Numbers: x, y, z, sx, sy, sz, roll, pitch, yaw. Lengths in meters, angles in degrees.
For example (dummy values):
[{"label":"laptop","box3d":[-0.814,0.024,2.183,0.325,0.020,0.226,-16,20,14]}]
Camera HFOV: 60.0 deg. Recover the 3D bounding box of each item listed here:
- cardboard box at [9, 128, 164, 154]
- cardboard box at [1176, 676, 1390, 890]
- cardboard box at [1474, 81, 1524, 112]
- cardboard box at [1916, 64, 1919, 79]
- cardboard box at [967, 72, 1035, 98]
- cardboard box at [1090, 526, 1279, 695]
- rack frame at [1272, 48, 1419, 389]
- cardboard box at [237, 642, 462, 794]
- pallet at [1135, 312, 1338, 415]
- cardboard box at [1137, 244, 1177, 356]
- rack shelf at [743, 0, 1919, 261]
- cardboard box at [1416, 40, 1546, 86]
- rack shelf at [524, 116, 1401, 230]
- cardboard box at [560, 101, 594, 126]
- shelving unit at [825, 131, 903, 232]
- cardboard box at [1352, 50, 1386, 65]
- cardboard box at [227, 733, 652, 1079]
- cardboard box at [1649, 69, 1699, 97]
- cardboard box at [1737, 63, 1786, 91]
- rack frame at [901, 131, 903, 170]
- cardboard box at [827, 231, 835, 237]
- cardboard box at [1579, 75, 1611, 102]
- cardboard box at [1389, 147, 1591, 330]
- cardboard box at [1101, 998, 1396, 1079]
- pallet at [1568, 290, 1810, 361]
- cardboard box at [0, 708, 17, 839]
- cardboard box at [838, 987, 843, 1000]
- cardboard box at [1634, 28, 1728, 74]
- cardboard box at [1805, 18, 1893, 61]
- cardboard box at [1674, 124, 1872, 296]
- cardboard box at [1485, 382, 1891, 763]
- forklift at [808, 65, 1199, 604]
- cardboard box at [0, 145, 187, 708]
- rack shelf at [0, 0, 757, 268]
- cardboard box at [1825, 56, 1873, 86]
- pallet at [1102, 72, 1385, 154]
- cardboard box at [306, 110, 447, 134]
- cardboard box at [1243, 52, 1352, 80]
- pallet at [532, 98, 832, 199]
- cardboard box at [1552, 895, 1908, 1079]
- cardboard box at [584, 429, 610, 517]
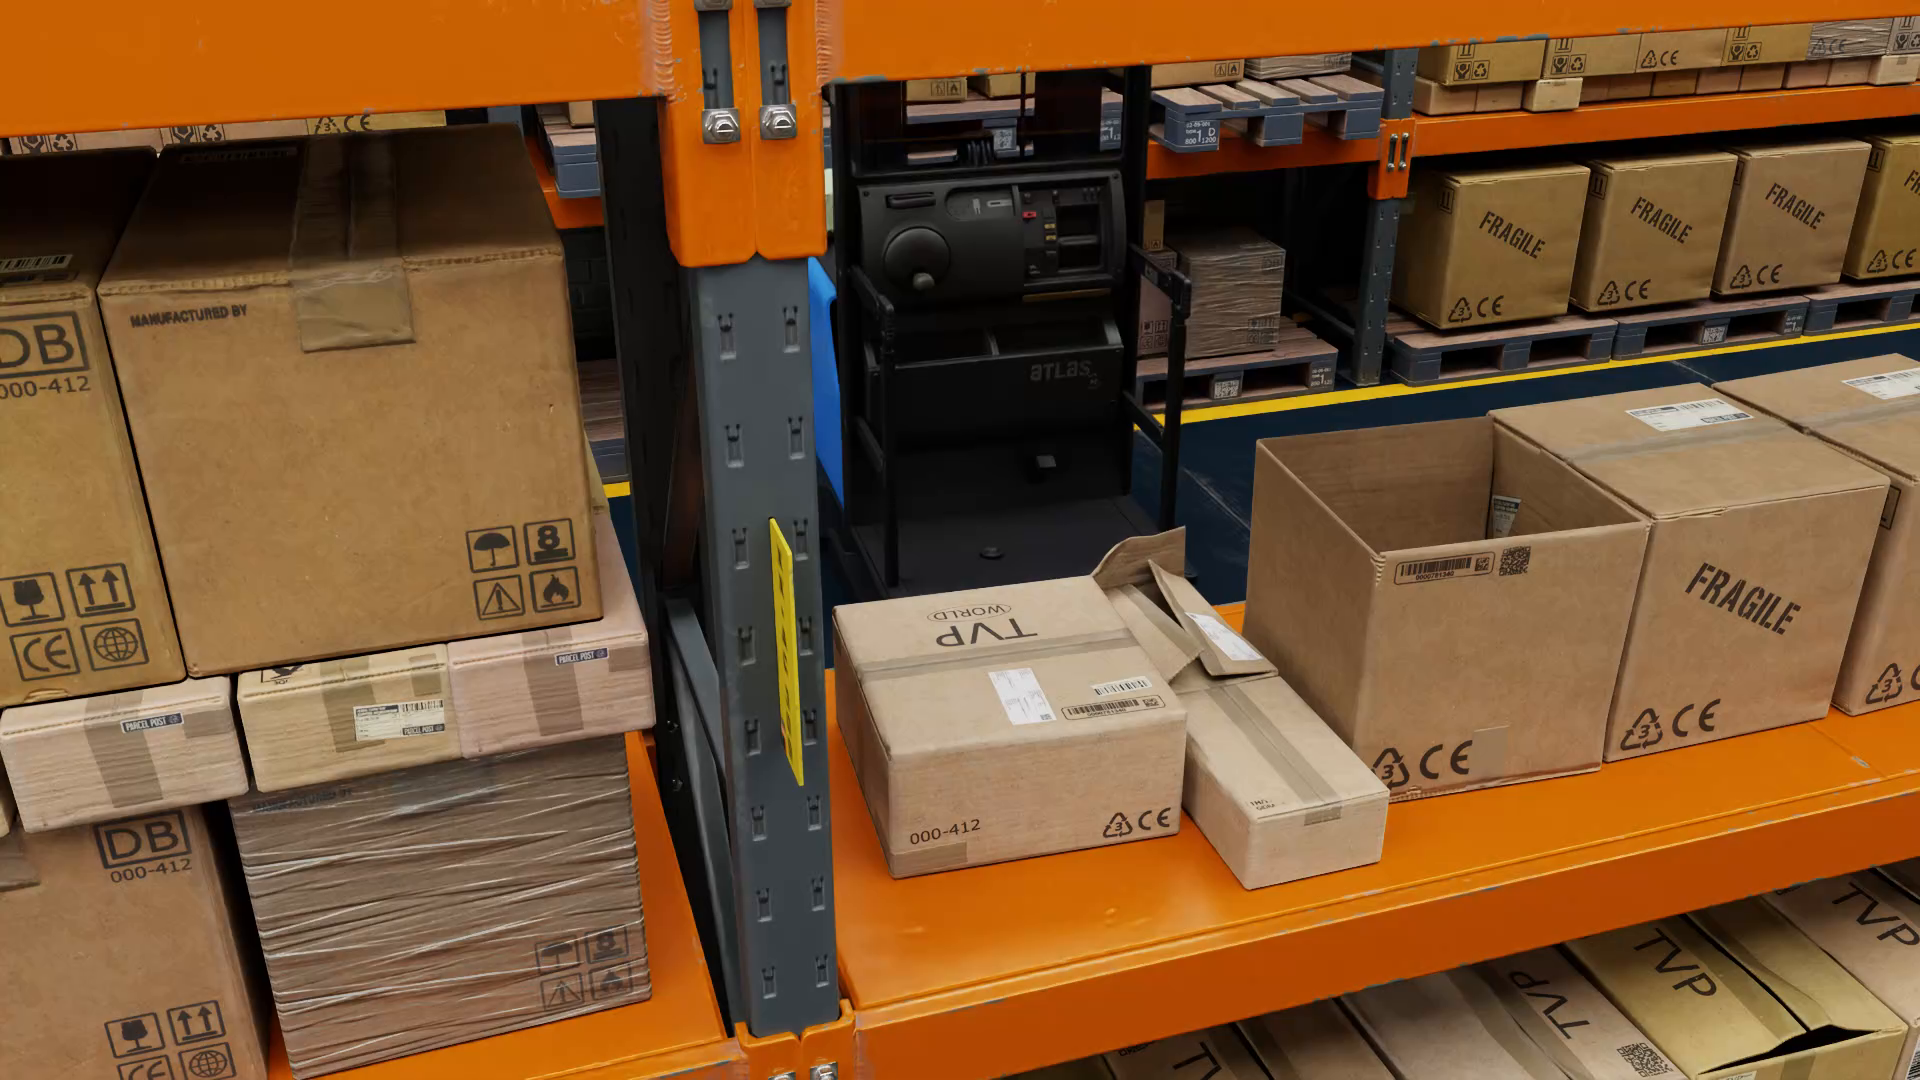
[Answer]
[{"label":"cardboard box","box3d":[-3.231,-1.711,6.126,0.500,0.500,0.500,-9,28,-18]},{"label":"cardboard box","box3d":[0.521,0.406,2.842,0.250,0.149,0.380,-8,28,-16]},{"label":"cardboard box","box3d":[2.508,-2.191,8.050,0.250,0.149,0.380,-8,27,-15]},{"label":"cardboard box","box3d":[4.958,-2.536,8.744,0.250,0.149,0.380,-7,27,-14]},{"label":"cardboard box","box3d":[0.259,-2.308,7.418,0.500,0.500,0.700,-8,28,-16]},{"label":"cardboard box","box3d":[0.394,0.190,3.145,0.258,0.266,0.396,-9,28,-17]},{"label":"rack frame","box3d":[1.881,-2.316,8.042,0.127,3.000,1.000,-8,28,-16]},{"label":"cardboard box","box3d":[-0.813,0.155,2.223,0.250,0.149,0.380,-9,28,-17]},{"label":"pallet","box3d":[1.137,-0.960,8.446,1.213,0.211,1.003,-8,28,-16]},{"label":"cardboard box","box3d":[0.687,-1.251,8.212,0.500,0.500,0.700,-8,28,-16]},{"label":"rack shelf","box3d":[1.517,-0.968,2.762,4.000,0.370,1.077,-8,28,-16]},{"label":"cardboard box","box3d":[2.422,-2.462,7.866,0.500,0.500,0.500,-7,27,-15]},{"label":"rack shelf","box3d":[-0.021,-1.718,7.647,4.000,0.370,1.077,-8,28,-16]},{"label":"cardboard box","box3d":[-1.428,-2.063,6.925,0.500,0.500,0.700,-8,28,-16]},{"label":"shelving unit","box3d":[-0.676,-0.977,6.960,0.755,1.500,0.431,-16,36,-28]},{"label":"cardboard box","box3d":[2.248,-2.680,8.305,0.500,0.500,0.500,-8,28,-16]},{"label":"cardboard box","box3d":[-0.805,0.348,2.564,0.500,0.500,0.700,-9,28,-17]},{"label":"cardboard box","box3d":[3.480,-2.349,8.368,0.250,0.149,0.380,-8,27,-15]},{"label":"cardboard box","box3d":[3.973,-2.409,8.489,0.250,0.149,0.380,-7,27,-14]},{"label":"rack frame","box3d":[-0.365,-1.066,7.131,0.023,1.500,0.400,-16,36,-28]},{"label":"cardboard box","box3d":[-0.810,-1.349,7.567,0.500,0.250,0.500,-9,28,-17]},{"label":"cardboard box","box3d":[2.988,-2.278,8.226,0.250,0.149,0.380,-9,28,-17]},{"label":"cardboard box","box3d":[2.621,-1.587,8.519,0.750,0.750,0.750,-9,28,-17]},{"label":"cardboard box","box3d":[0.563,1.103,3.145,0.500,0.311,0.500,-9,28,-17]},{"label":"pallet","box3d":[3.812,-1.310,9.152,1.213,0.211,1.003,-8,28,-16]},{"label":"cardboard box","box3d":[-1.311,0.228,2.075,0.250,0.149,0.380,-8,28,-16]},{"label":"cardboard box","box3d":[-0.089,0.944,3.464,0.500,0.311,0.500,-8,28,-16]},{"label":"cardboard box","box3d":[3.395,-2.598,8.140,0.500,0.500,0.500,-8,28,-16]},{"label":"cardboard box","box3d":[4.361,-2.744,8.434,0.500,0.500,0.500,-8,28,-16]},{"label":"cardboard box","box3d":[4.262,-1.824,8.996,0.750,0.750,0.750,-7,27,-15]},{"label":"cardboard box","box3d":[1.328,0.044,3.177,0.500,0.500,0.500,-8,28,-16]},{"label":"forklift","box3d":[0.176,-1.011,5.491,1.130,2.935,3.031,-7,27,-14]},{"label":"cardboard box","box3d":[-1.285,-0.163,2.134,0.500,0.500,0.700,-8,28,-16]},{"label":"rack shelf","box3d":[-2.287,-0.417,1.653,4.000,0.370,1.077,-8,28,-16]},{"label":"cardboard box","box3d":[4.472,-2.469,8.610,0.250,0.149,0.380,-8,28,-16]},{"label":"pallet","box3d":[1.236,-2.087,7.796,1.003,0.211,1.213,-8,28,-16]},{"label":"cardboard box","box3d":[-2.276,-1.847,6.400,0.500,0.500,0.500,-8,28,-16]},{"label":"cardboard box","box3d":[1.437,-2.489,7.783,0.500,0.500,0.700,-12,29,-22]},{"label":"pallet","box3d":[-1.151,-1.723,7.063,1.213,0.211,1.003,-8,28,-16]},{"label":"cardboard box","box3d":[1.547,0.957,3.438,0.500,0.311,0.500,-7,27,-15]},{"label":"cardboard box","box3d":[-0.700,-0.052,2.639,0.250,0.149,0.380,-8,28,-16]}]
